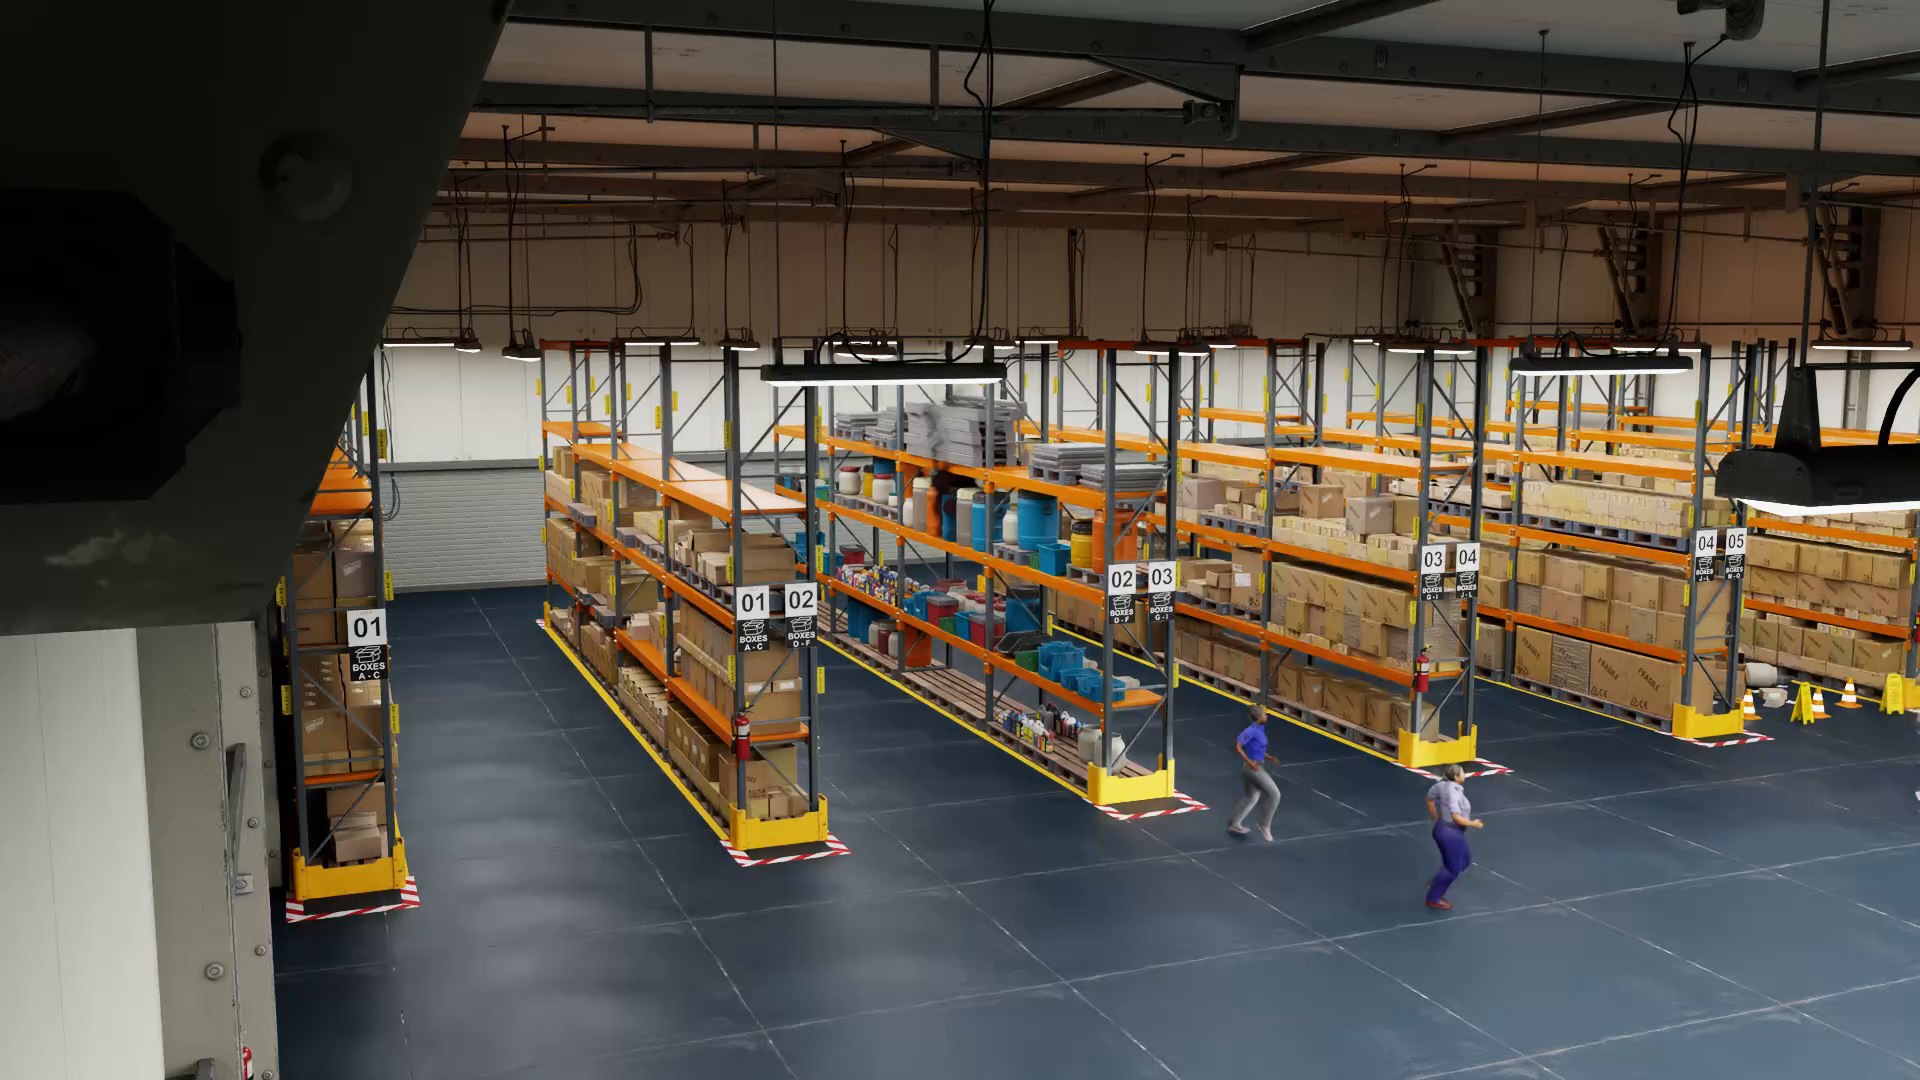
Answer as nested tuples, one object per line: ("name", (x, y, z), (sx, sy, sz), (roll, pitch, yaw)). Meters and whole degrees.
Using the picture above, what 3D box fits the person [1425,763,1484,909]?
("person", (5.350, 3.197, 18.005), (0.573, 1.609, 0.603), (0, 7, 2))

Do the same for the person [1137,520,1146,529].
("person", (4.228, 0.175, 40.617), (0.712, 1.774, 0.875), (7, 10, 44))

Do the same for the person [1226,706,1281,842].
("person", (3.644, 2.871, 20.518), (0.662, 1.674, 0.585), (2, 8, 15))
